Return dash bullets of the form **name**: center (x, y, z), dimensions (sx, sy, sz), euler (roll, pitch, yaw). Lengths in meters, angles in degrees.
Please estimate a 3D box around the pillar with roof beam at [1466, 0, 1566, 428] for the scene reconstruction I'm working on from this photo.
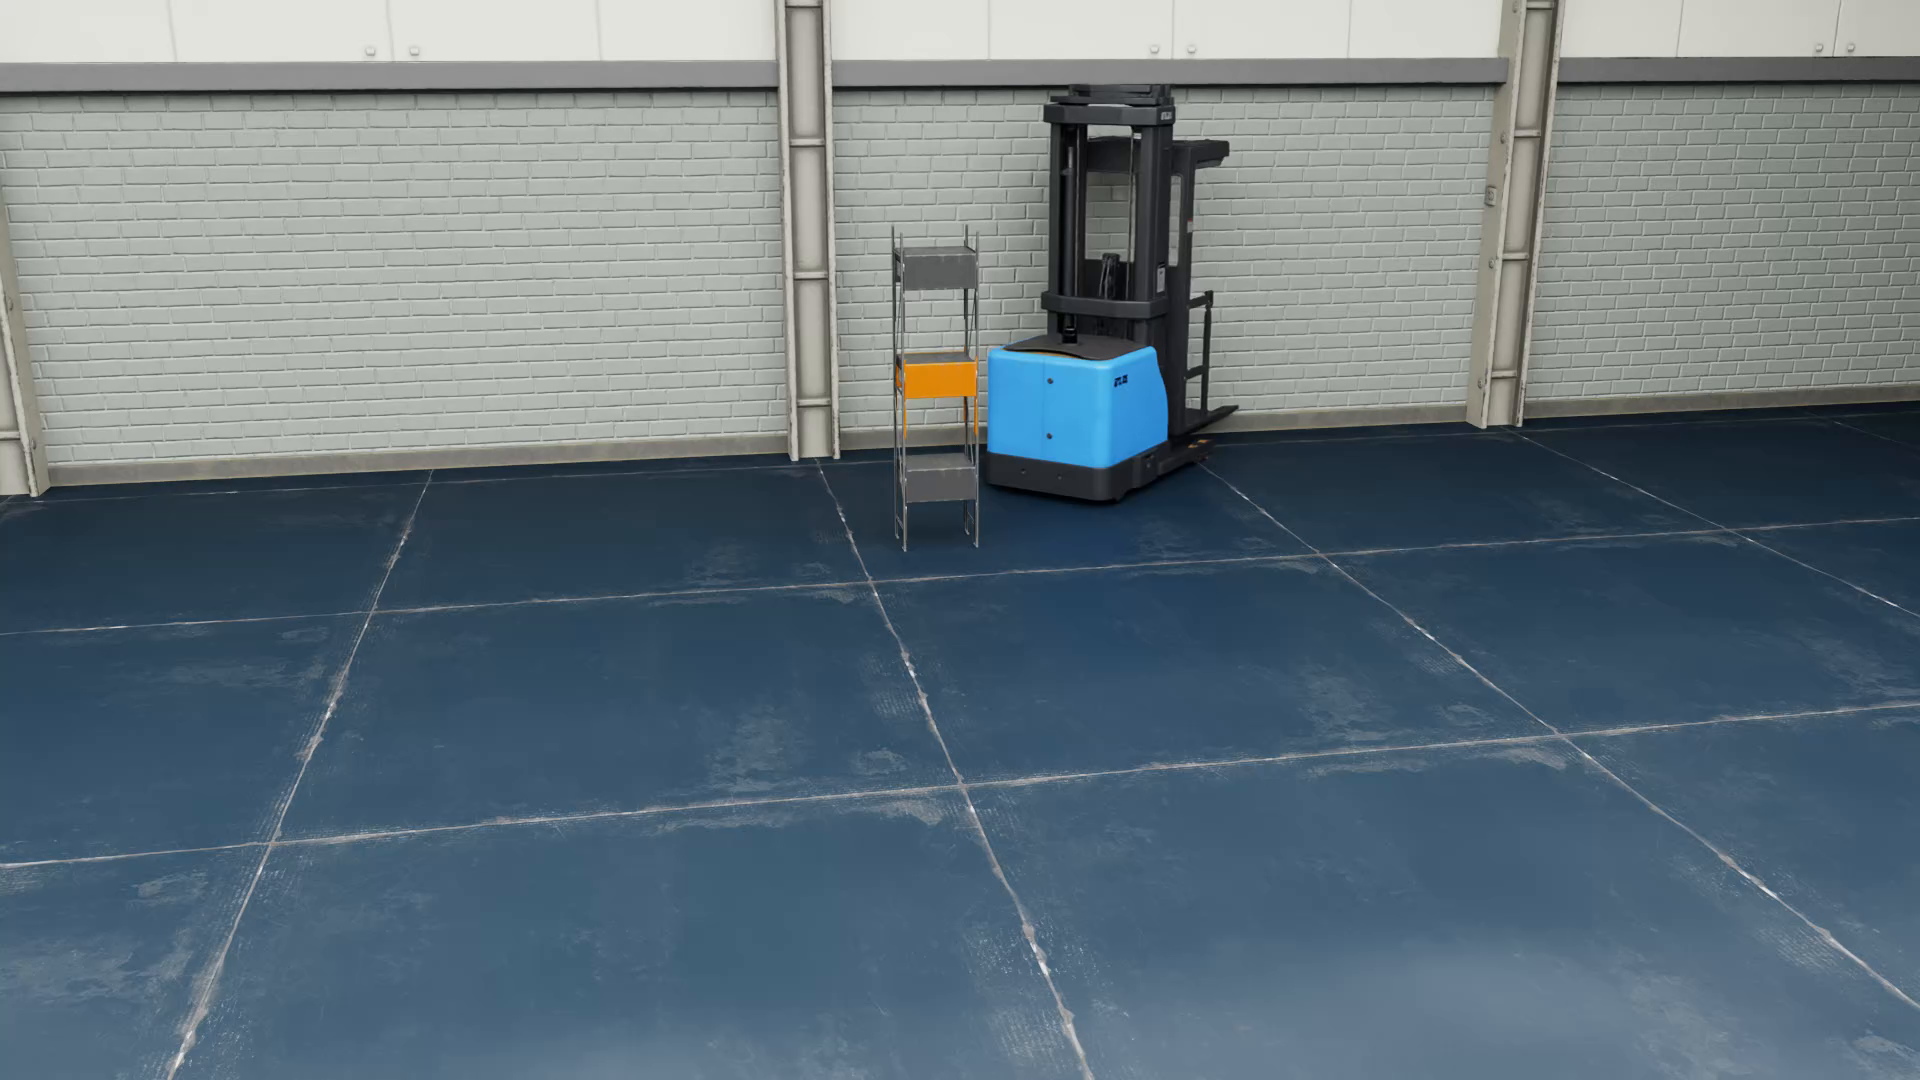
- **pillar with roof beam**: center (5.516, -4.089, 9.297), dimensions (0.400, 9.000, 9.100), euler (-3, 17, -10)

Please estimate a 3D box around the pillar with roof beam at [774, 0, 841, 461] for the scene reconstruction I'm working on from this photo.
- **pillar with roof beam**: center (-0.375, -3.754, 8.209), dimensions (0.400, 9.000, 9.100), euler (-3, 17, -10)

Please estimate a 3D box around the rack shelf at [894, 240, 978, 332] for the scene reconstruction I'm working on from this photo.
- **rack shelf**: center (-0.163, -1.651, 10.772), dimensions (0.480, 0.518, 0.431), euler (-3, 17, -10)

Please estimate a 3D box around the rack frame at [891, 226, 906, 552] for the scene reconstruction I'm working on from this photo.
- **rack frame**: center (-0.402, -0.981, 10.929), dimensions (0.015, 2.100, 0.400), euler (-3, 17, -10)

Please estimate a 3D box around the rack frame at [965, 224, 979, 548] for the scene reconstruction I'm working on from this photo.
- **rack frame**: center (0.077, -1.008, 11.018), dimensions (0.015, 2.100, 0.400), euler (-3, 17, -10)

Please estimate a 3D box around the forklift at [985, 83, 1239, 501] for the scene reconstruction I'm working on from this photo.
- **forklift**: center (1.393, -2.062, 13.033), dimensions (1.130, 2.935, 3.031), euler (10, 20, 30)

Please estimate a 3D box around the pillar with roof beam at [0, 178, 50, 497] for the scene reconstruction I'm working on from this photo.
- **pillar with roof beam**: center (-6.266, -3.420, 7.121), dimensions (0.400, 9.000, 9.100), euler (-3, 17, -10)

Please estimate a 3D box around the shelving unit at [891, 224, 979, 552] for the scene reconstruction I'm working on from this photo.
- **shelving unit**: center (-0.163, -0.995, 10.974), dimensions (0.503, 2.100, 0.431), euler (-3, 17, -10)

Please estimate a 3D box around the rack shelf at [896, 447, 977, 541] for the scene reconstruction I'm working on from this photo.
- **rack shelf**: center (-0.163, -0.312, 11.183), dimensions (0.480, 0.518, 0.431), euler (-3, 17, -10)

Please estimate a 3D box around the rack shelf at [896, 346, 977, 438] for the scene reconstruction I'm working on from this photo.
- **rack shelf**: center (-0.163, -0.981, 10.978), dimensions (0.480, 0.518, 0.431), euler (-3, 17, -10)
